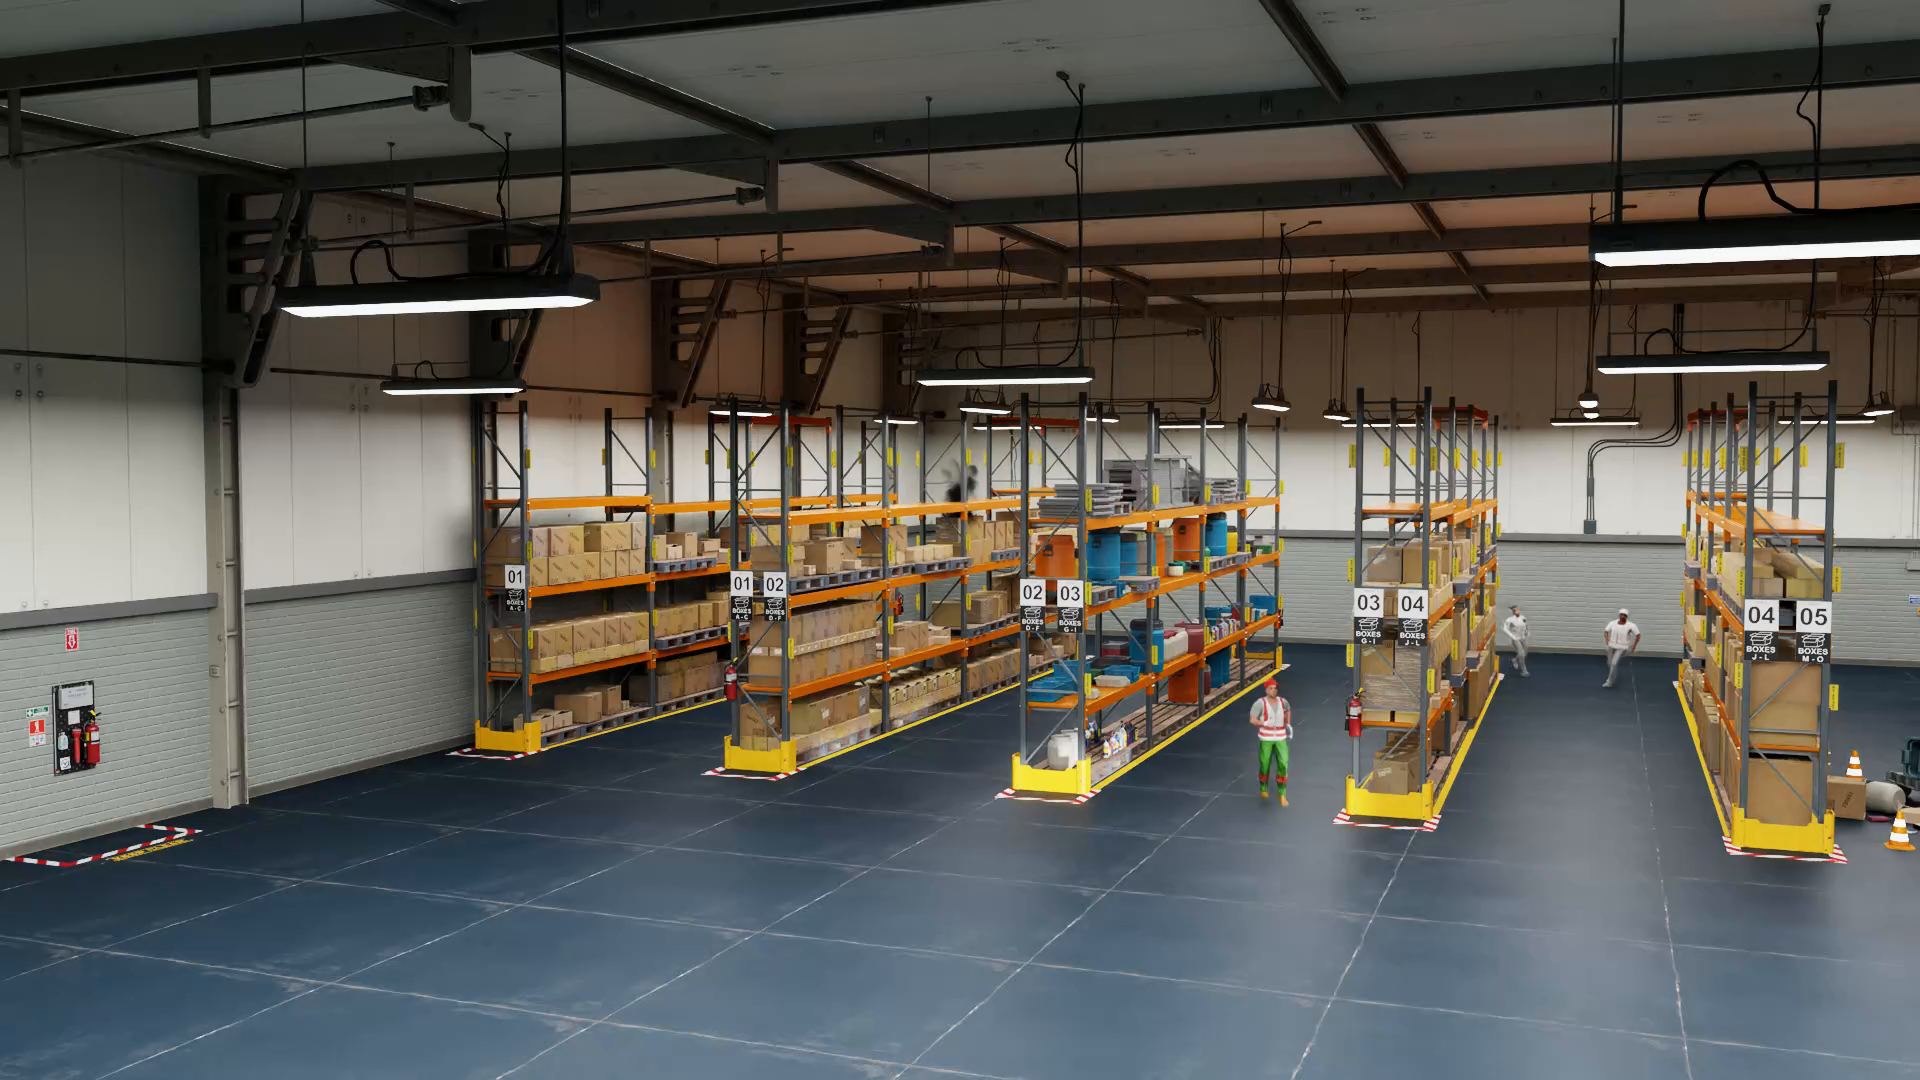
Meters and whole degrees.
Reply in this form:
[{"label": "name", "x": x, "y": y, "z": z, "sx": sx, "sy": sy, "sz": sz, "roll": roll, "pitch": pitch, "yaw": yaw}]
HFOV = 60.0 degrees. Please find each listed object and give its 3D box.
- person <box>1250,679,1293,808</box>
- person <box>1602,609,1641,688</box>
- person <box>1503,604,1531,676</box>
[{"label": "person", "x": 4.519, "y": 2.934, "z": 24.107, "sx": 0.665, "sy": 1.858, "sz": 0.725, "roll": 0, "pitch": 3, "yaw": -4}, {"label": "person", "x": 14.460, "y": 2.362, "z": 36.420, "sx": 0.762, "sy": 1.733, "sz": 0.876, "roll": 3, "pitch": 4, "yaw": 42}, {"label": "person", "x": 12.913, "y": 2.304, "z": 38.545, "sx": 0.622, "sy": 1.661, "sz": 0.640, "roll": -1, "pitch": 3, "yaw": -16}]
